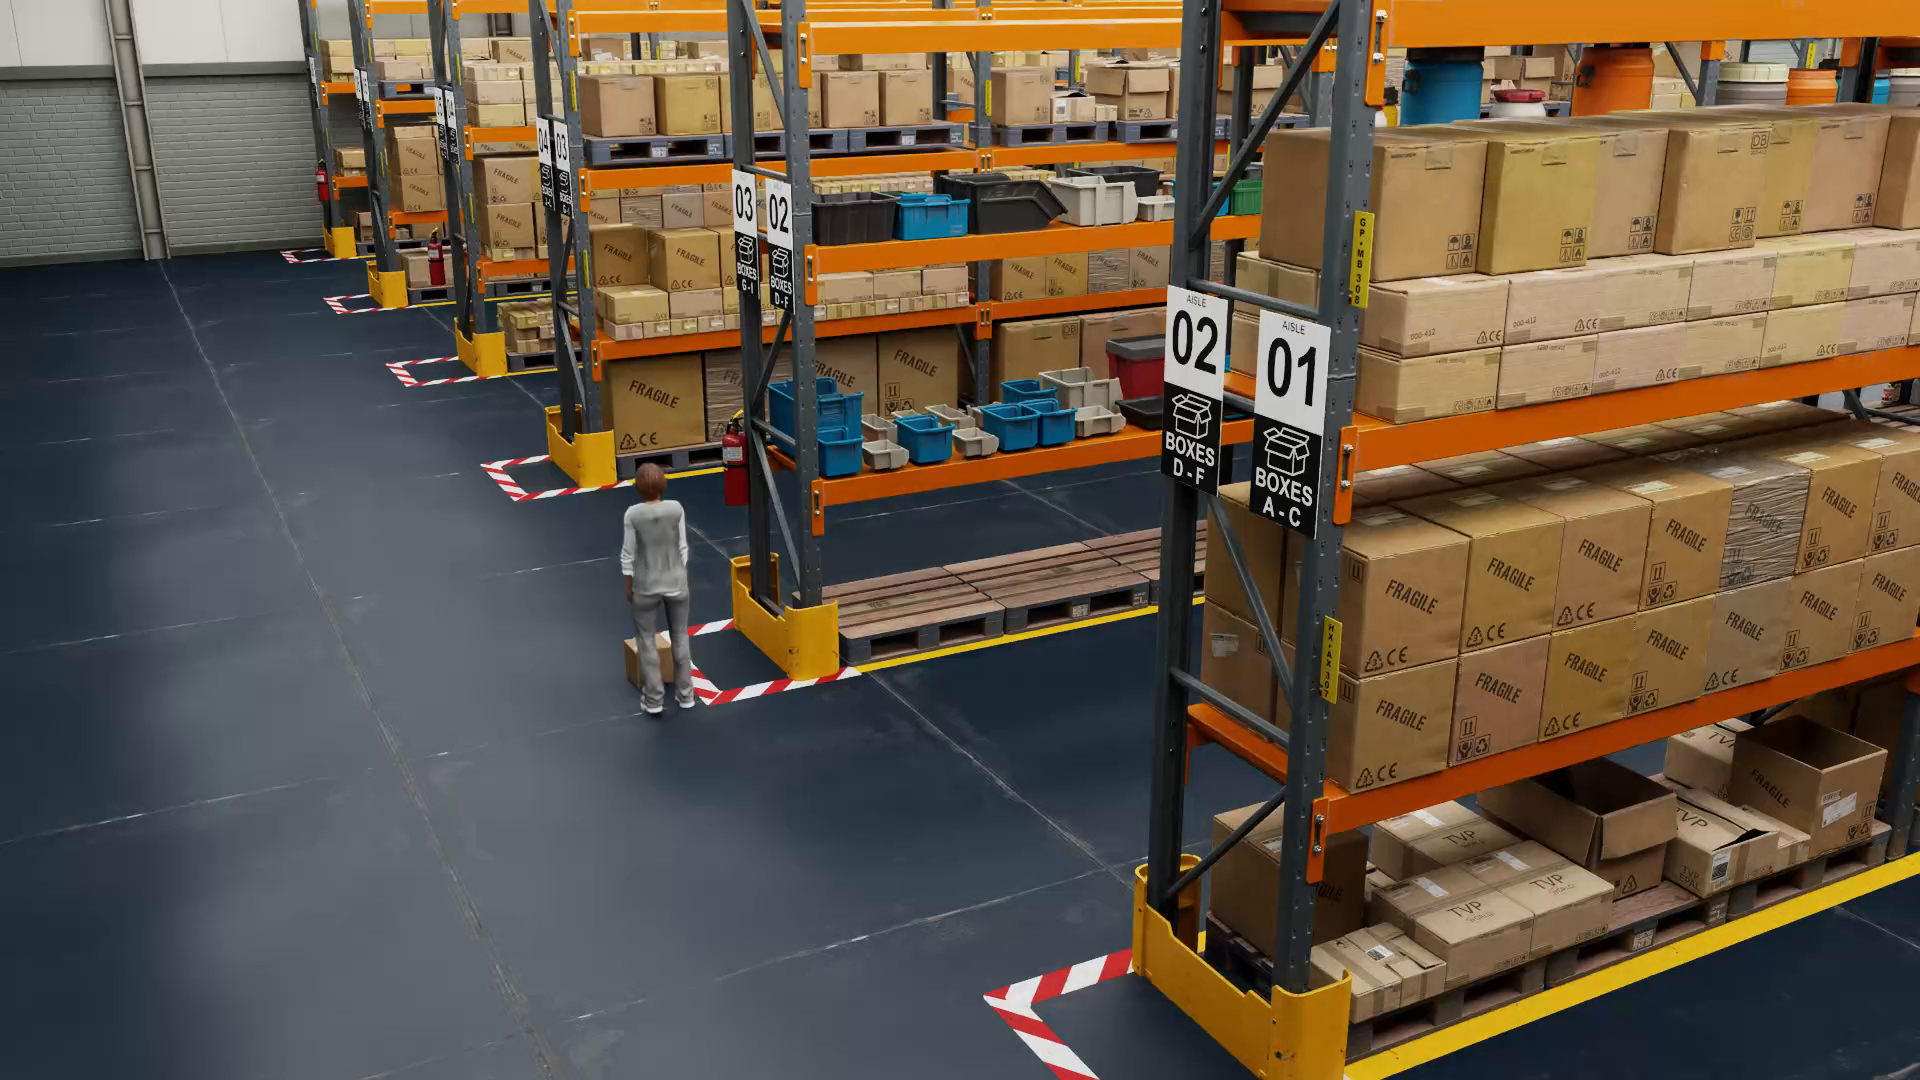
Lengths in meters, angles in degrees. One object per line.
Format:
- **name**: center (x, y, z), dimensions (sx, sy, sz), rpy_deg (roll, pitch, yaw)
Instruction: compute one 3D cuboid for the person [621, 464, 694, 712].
- **person**: center (-1.877, 0.312, 10.291), dimensions (0.410, 1.574, 0.298), rpy_deg (-7, 20, -20)
